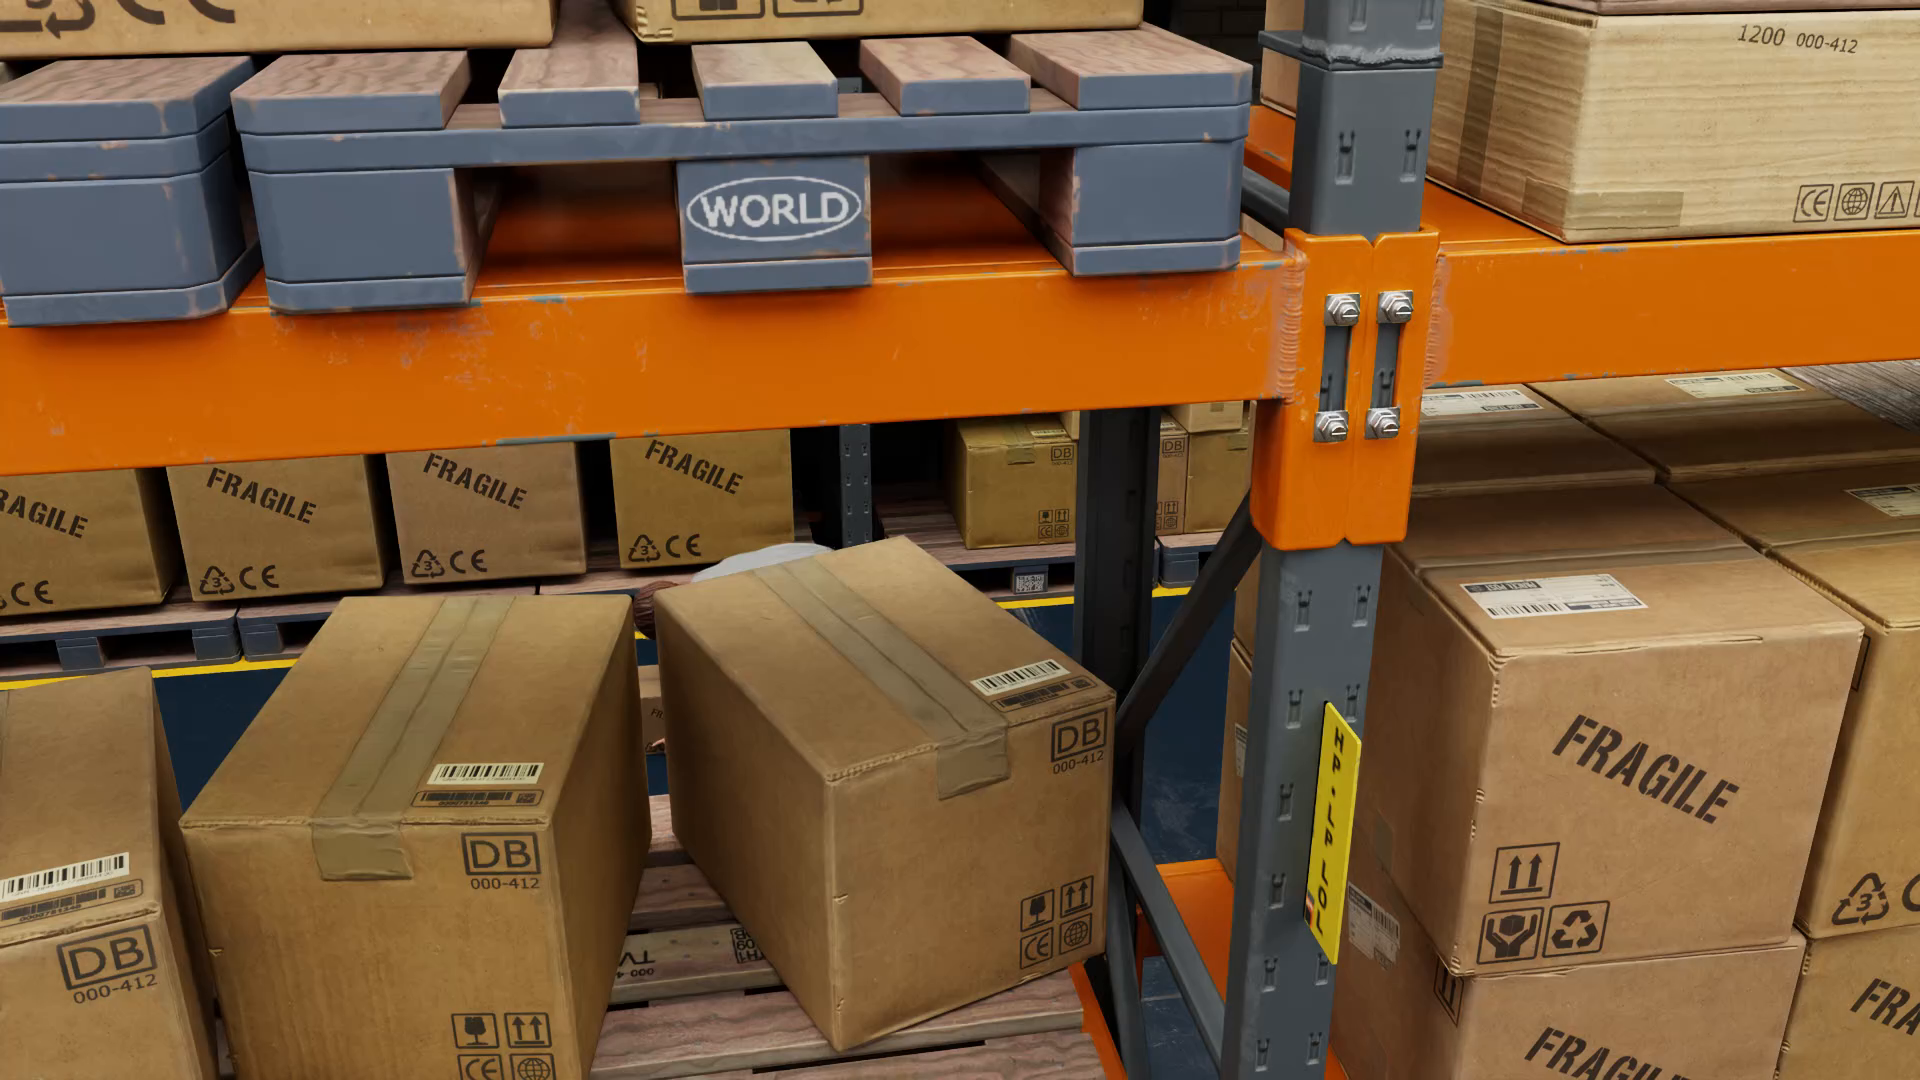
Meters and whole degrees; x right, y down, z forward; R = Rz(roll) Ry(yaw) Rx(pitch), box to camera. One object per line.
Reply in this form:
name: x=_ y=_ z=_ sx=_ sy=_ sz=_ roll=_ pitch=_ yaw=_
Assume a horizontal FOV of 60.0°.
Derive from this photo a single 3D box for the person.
person: x=-0.786 y=0.399 z=6.289 sx=0.872 sy=0.768 sz=0.421 roll=-5 pitch=24 yaw=-11
